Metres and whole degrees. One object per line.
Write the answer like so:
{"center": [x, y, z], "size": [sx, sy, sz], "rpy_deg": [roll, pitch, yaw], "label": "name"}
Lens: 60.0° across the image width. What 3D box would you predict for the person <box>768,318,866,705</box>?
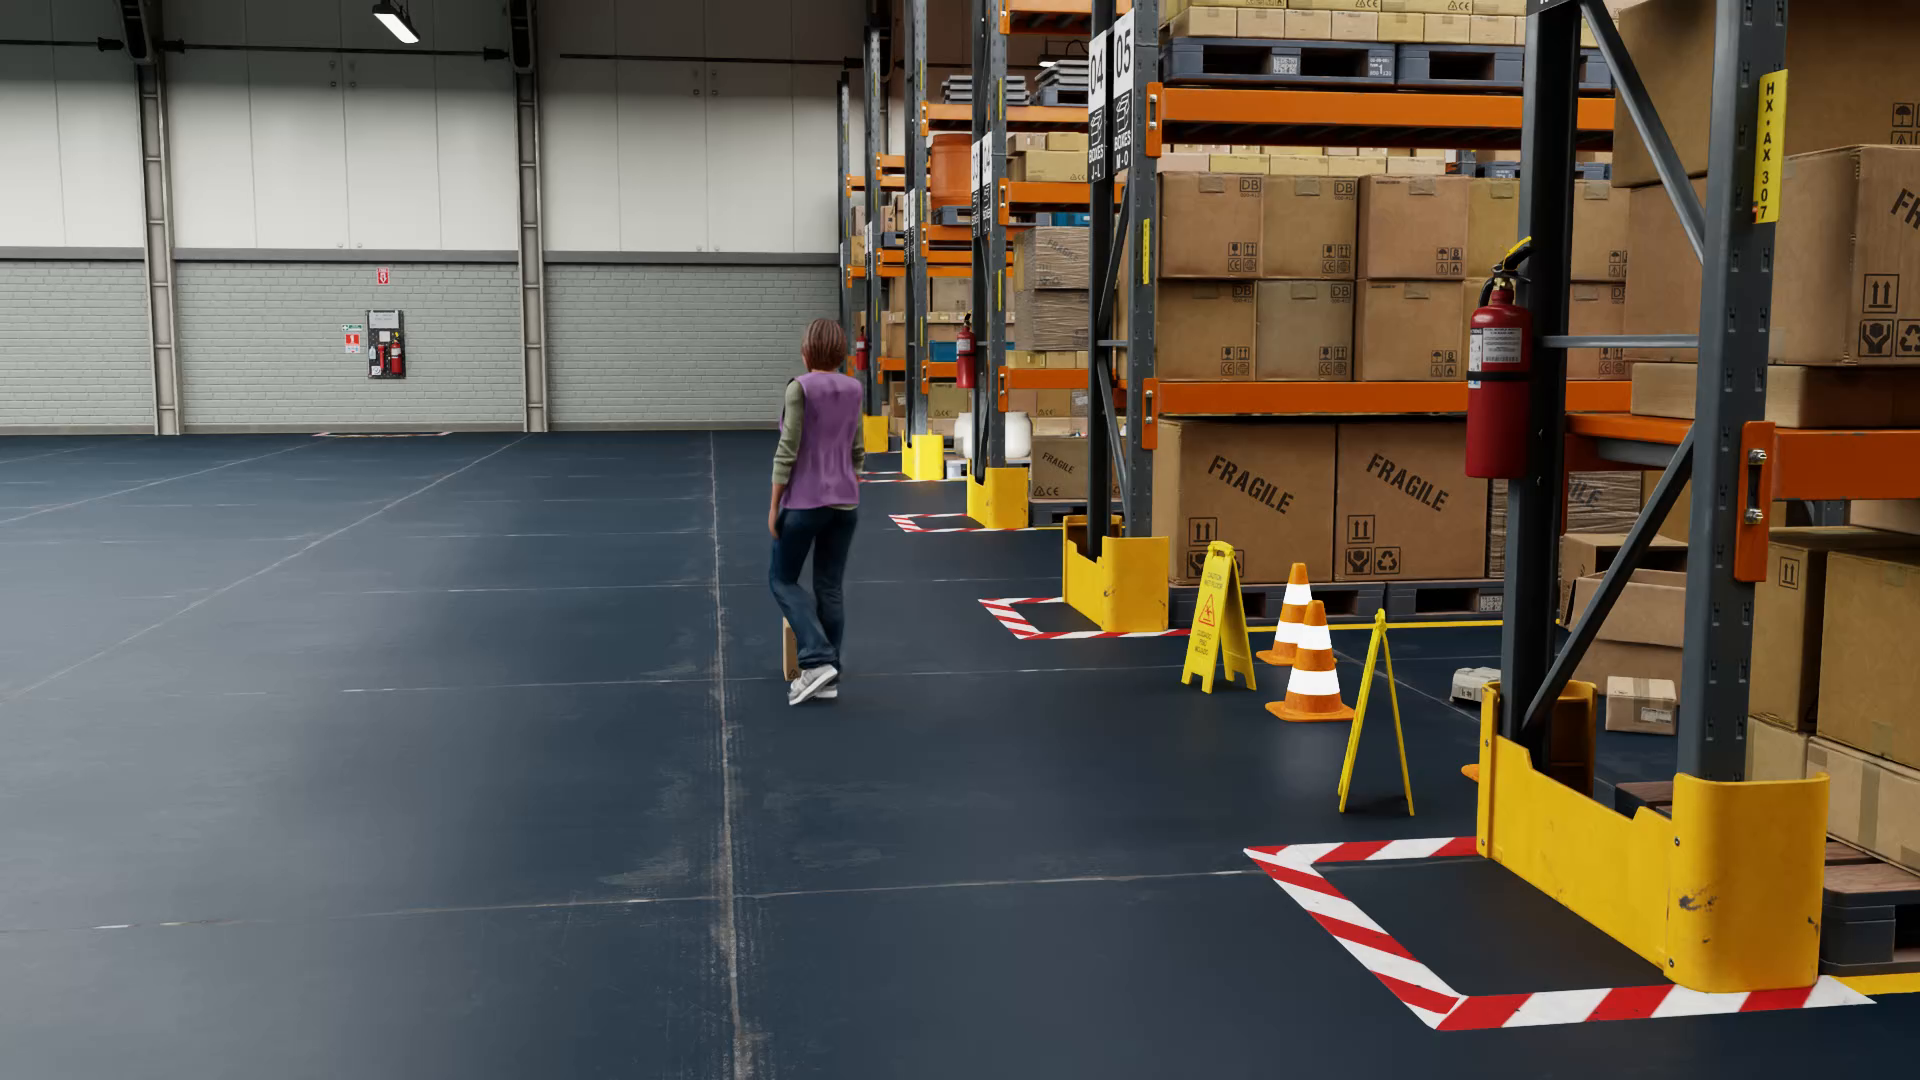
{"center": [-0.587, -0.118, 6.942], "size": [0.441, 1.608, 0.360], "rpy_deg": [-5, 8, -37], "label": "person"}
